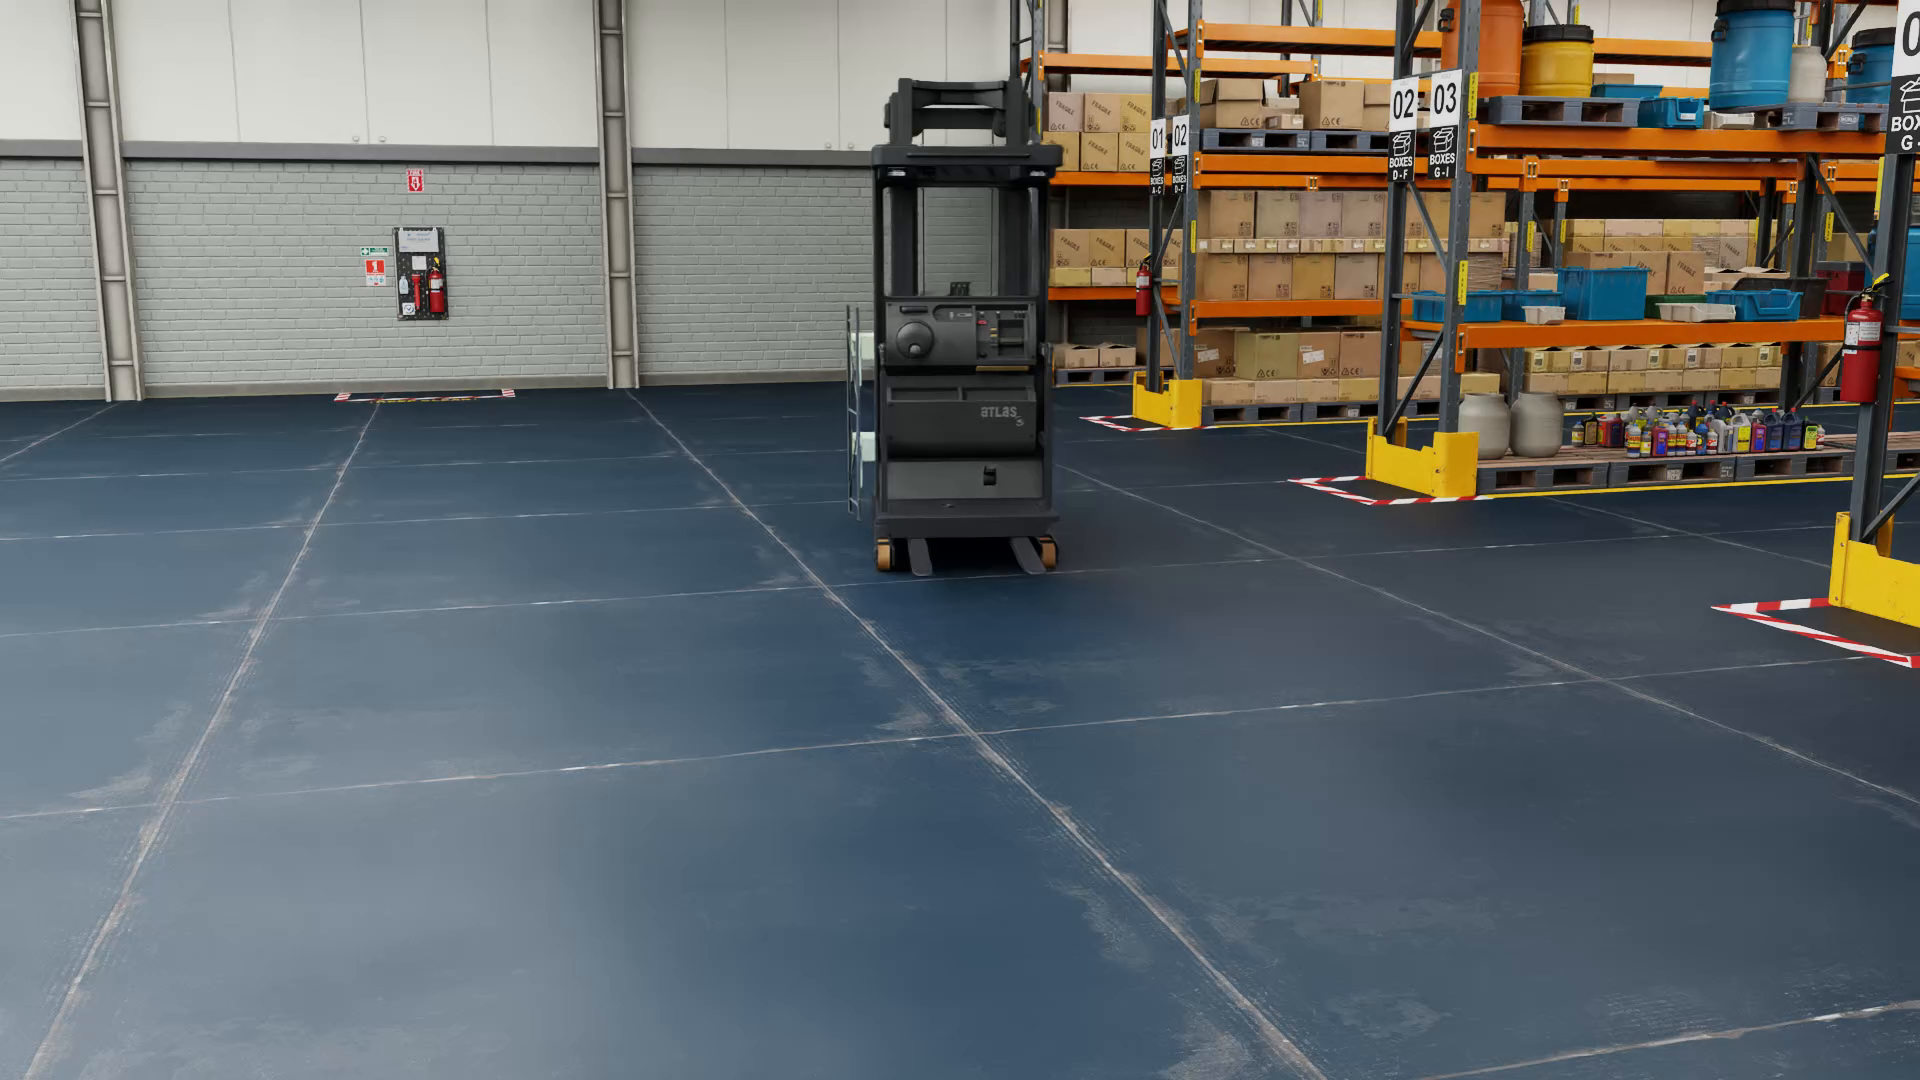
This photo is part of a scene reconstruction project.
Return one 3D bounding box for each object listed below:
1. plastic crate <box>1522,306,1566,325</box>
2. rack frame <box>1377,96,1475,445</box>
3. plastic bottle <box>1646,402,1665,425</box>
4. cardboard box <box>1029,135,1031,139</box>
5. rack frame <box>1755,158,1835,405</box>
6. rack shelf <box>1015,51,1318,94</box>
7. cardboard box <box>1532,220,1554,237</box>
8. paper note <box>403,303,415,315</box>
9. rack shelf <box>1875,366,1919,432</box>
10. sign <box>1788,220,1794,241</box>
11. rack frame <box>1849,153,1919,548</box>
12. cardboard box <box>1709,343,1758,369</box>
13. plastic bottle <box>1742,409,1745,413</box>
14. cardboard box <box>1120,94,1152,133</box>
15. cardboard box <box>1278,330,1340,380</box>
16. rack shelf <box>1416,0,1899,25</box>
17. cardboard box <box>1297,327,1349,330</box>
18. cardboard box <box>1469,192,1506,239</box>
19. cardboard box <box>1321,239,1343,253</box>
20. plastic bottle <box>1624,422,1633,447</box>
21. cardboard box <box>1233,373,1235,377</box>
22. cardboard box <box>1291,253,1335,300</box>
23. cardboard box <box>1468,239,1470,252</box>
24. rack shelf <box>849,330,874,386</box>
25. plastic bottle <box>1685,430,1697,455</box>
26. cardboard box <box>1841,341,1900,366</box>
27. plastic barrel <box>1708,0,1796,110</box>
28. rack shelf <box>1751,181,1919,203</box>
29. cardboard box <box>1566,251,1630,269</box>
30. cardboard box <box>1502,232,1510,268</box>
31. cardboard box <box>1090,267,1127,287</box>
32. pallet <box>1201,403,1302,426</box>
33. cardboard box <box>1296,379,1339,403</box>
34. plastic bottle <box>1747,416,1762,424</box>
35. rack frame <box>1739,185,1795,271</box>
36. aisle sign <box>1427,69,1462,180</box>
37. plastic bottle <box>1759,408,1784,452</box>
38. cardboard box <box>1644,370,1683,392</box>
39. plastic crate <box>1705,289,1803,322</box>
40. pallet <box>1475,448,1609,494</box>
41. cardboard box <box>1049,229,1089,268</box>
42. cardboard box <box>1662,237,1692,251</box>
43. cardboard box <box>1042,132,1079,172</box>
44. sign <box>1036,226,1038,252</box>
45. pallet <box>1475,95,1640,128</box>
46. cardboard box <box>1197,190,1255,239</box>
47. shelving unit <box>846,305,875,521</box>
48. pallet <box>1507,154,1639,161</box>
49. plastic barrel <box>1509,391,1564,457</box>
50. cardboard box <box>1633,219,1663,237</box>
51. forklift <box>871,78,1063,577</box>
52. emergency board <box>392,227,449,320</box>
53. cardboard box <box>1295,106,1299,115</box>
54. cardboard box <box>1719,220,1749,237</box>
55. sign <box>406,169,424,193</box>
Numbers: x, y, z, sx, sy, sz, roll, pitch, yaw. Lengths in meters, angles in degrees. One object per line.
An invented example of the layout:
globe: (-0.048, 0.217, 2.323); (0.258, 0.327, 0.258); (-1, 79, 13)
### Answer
plastic crate: (4.584, -1.756, 13.027); (0.250, 0.136, 0.298); (-3, 11, -16)
rack frame: (3.635, -1.896, 13.061); (0.127, 3.000, 1.000); (-3, 11, -16)
plastic bottle: (5.995, -1.012, 14.362); (0.185, 0.351, 0.144); (-3, 11, -16)
cardboard box: (1.196, -5.218, 22.488); (0.500, 0.500, 0.500); (-2, 11, -12)
rack frame: (9.935, -3.162, 19.939); (0.127, 3.000, 1.000); (-3, 11, -16)
rack shelf: (2.786, -6.315, 22.488); (4.000, 0.370, 1.077); (-3, 11, -16)
cardboard box: (8.910, -4.665, 24.879); (0.500, 0.250, 0.500); (-3, 11, -14)
paper note: (-7.037, -2.952, 21.229); (0.142, 0.148, 0.016); (-3, 11, -16)
rack shelf: (6.939, -0.783, 8.999); (4.000, 0.370, 1.077); (-3, 11, -16)
sign: (12.548, -4.662, 25.107); (0.005, 0.325, 0.100); (-3, 11, -16)
rack frame: (5.019, -1.035, 8.384); (0.127, 3.000, 1.000); (-3, 11, -16)
cardboard box: (9.004, -2.196, 19.573); (0.500, 0.311, 0.500); (-3, 11, -17)
plastic bottle: (6.774, -0.999, 14.478); (0.133, 0.283, 0.061); (-3, 11, -16)
cardboard box: (2.288, -5.666, 22.161); (0.500, 0.500, 0.500); (-3, 11, -14)
cardboard box: (3.787, -2.022, 18.109); (0.500, 0.500, 0.500); (-3, 11, -16)
rack shelf: (5.555, -4.397, 13.169); (4.000, 0.370, 1.077); (-3, 11, -16)
cardboard box: (4.122, -2.138, 18.736); (0.500, 0.500, 0.500); (-3, 11, -16)
cardboard box: (5.670, -3.623, 18.585); (0.500, 0.500, 0.700); (-3, 11, -16)
cardboard box: (3.927, -3.174, 17.932); (0.250, 0.149, 0.380); (-3, 11, -17)
plastic bottle: (5.711, -0.900, 14.162); (0.097, 0.201, 0.097); (0, 10, 0)
cardboard box: (3.163, -1.718, 18.526); (0.500, 0.250, 0.500); (-3, 11, -16)
cardboard box: (3.687, -2.879, 18.127); (0.500, 0.500, 0.700); (-3, 11, -16)
cardboard box: (5.405, -3.251, 18.354); (0.250, 0.149, 0.380); (-3, 11, -18)
rack shelf: (-0.402, -1.307, 11.851); (0.720, 0.370, 0.431); (-3, 11, -14)
plastic bottle: (5.983, -0.801, 13.628); (0.097, 0.201, 0.097); (0, 10, 0)
cardboard box: (10.953, -2.150, 20.130); (0.500, 0.500, 0.500); (-3, 11, -18)
plastic barrel: (6.490, -3.995, 13.633); (0.708, 0.901, 0.600); (-3, 11, -16)
rack shelf: (14.308, -5.448, 26.058); (4.000, 0.370, 1.077); (-3, 11, -16)
cardboard box: (7.342, -3.072, 19.171); (0.500, 0.500, 0.500); (-2, 11, -12)
cardboard box: (7.569, -4.230, 24.249); (0.500, 0.500, 0.700); (-4, 11, -21)
cardboard box: (1.918, -3.553, 22.418); (0.500, 0.250, 0.500); (-3, 11, -18)
pallet: (2.976, -1.432, 18.242); (1.213, 0.211, 1.003); (-3, 11, -16)
cardboard box: (3.790, -1.651, 18.166); (0.500, 0.250, 0.500); (-3, 11, -16)
plastic bottle: (6.688, -0.907, 13.999); (0.135, 0.276, 0.152); (-3, 11, -16)
rack frame: (12.387, -4.226, 25.715); (0.127, 3.000, 1.000); (-3, 11, -16)
aisle sign: (3.648, -3.120, 12.529); (0.004, 0.787, 0.394); (-3, 11, -16)
plastic bottle: (6.753, -0.920, 13.859); (0.185, 0.351, 0.144); (-4, 11, -19)
cardboard box: (8.027, -1.869, 19.350); (0.500, 0.250, 0.500); (-3, 11, -15)
plastic crate: (6.489, -1.922, 13.614); (0.616, 0.251, 0.499); (-3, 11, -16)
pallet: (4.476, -0.577, 13.597); (1.213, 0.211, 1.003); (-3, 11, -16)
cardboard box: (1.408, -3.895, 22.207); (0.500, 0.500, 0.500); (-3, 11, -16)
cardboard box: (10.565, -4.286, 24.890); (0.500, 0.500, 0.500); (-3, 11, -14)
cardboard box: (1.257, -5.126, 21.990); (0.500, 0.500, 0.500); (-3, 11, -14)
sign: (1.018, -3.950, 21.825); (0.005, 0.325, 0.100); (-3, 11, -16)
pallet: (4.456, -3.303, 12.942); (1.213, 0.211, 1.003); (-3, 11, -16)
cardboard box: (2.756, -3.469, 17.744); (0.500, 0.500, 0.700); (-3, 11, -16)
shelving unit: (-0.402, -0.924, 11.921); (0.755, 1.500, 0.431); (-3, 11, -14)
pallet: (6.938, -4.388, 18.840); (1.217, 0.209, 0.805); (-3, 11, -18)
plastic barrel: (4.727, -0.951, 13.639); (0.421, 0.512, 0.421); (0, 10, 0)
cardboard box: (10.050, -4.629, 24.681); (0.500, 0.250, 0.500); (-3, 11, -16)
forklift: (0.023, -1.312, 10.080); (1.130, 2.935, 3.031); (-1, 10, -3)
emergency board: (-6.848, -3.382, 21.133); (0.643, 1.169, 0.194); (-3, 11, -16)
cardboard box: (3.820, -4.596, 18.144); (0.500, 0.311, 0.500); (-2, 11, -9)
cardboard box: (11.517, -4.707, 25.108); (0.500, 0.250, 0.500); (-3, 11, -15)
sign: (-6.884, -4.539, 21.015); (0.199, 0.298, 0.001); (-3, 11, -16)
